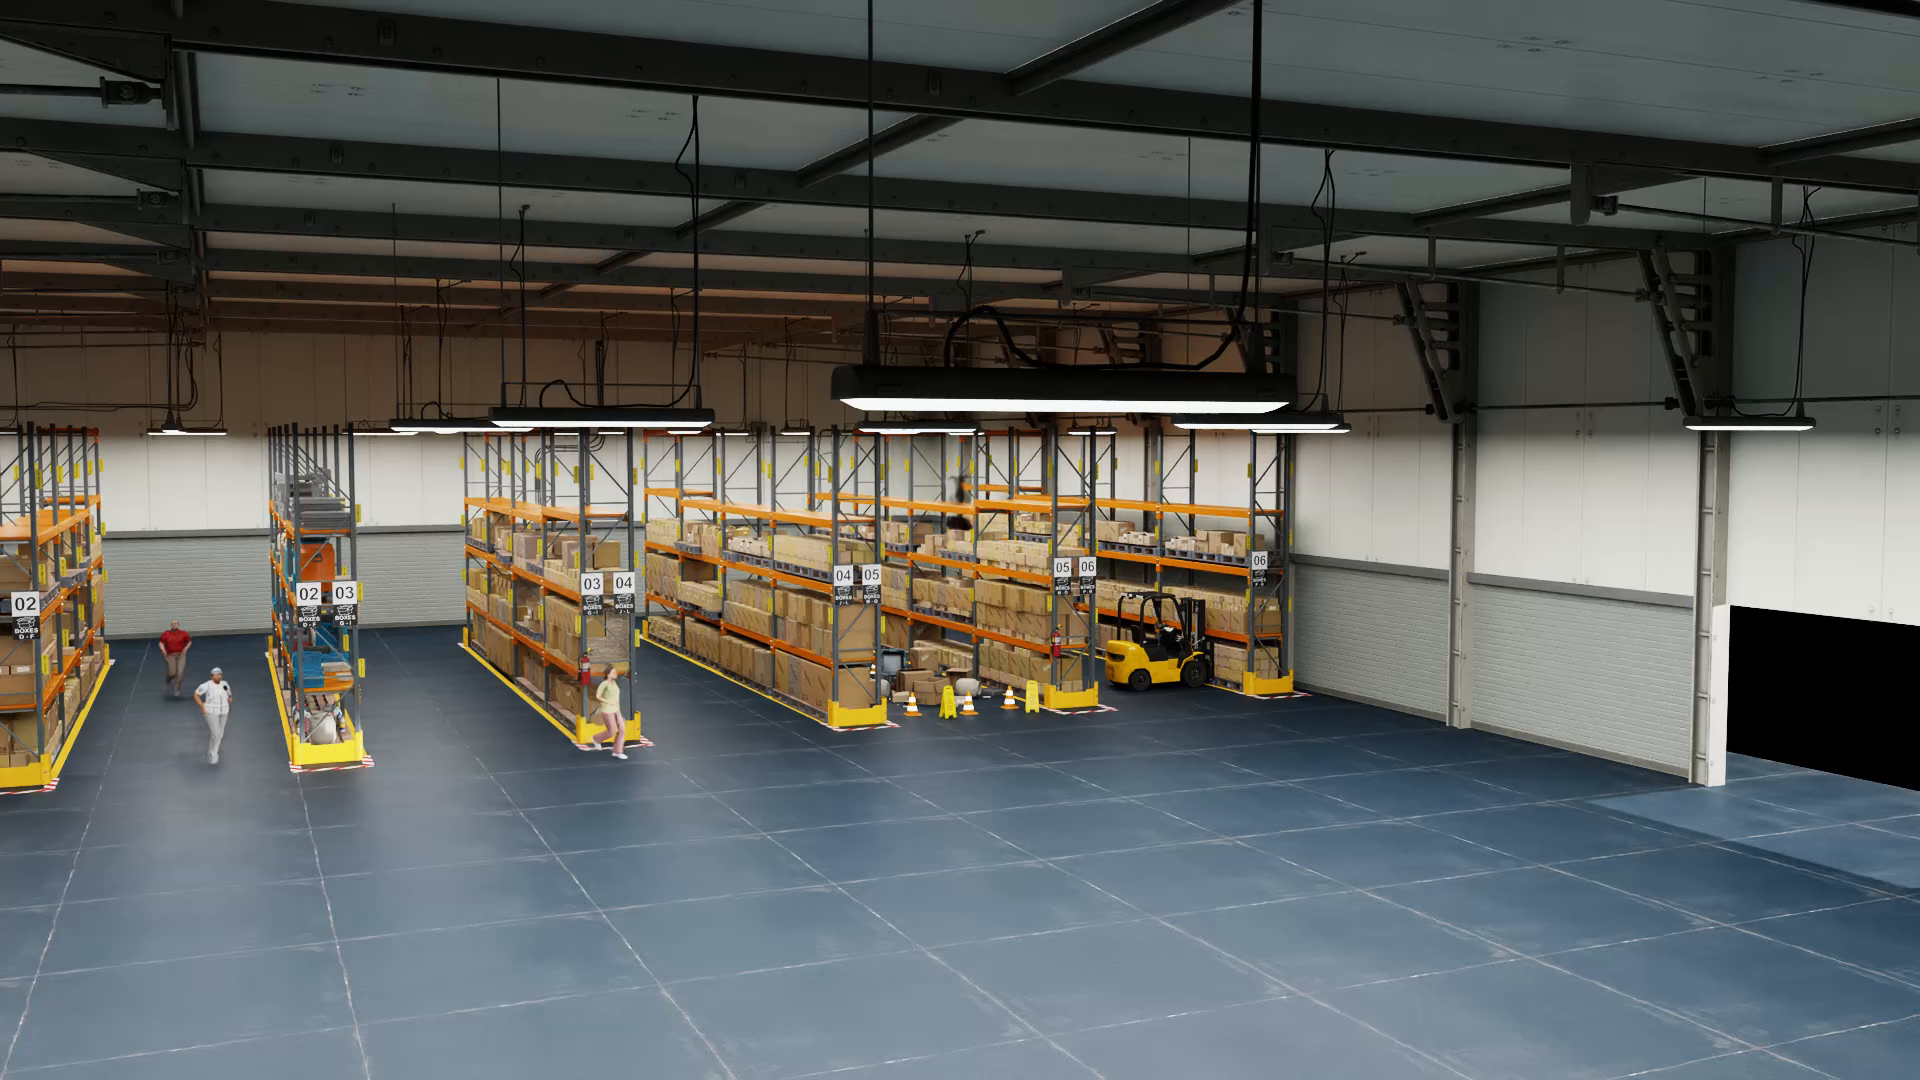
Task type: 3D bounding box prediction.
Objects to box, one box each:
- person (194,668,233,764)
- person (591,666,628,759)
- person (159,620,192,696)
[{"bbox_3d":[-13.151,3.110,29.422,0.711,1.711,0.581,3,4,37],"label":"person"},{"bbox_3d":[-6.304,3.090,29.848,0.753,1.660,0.617,2,4,26],"label":"person"},{"bbox_3d":[-17.453,2.621,37.030,0.649,1.697,0.629,-2,4,-29],"label":"person"}]
